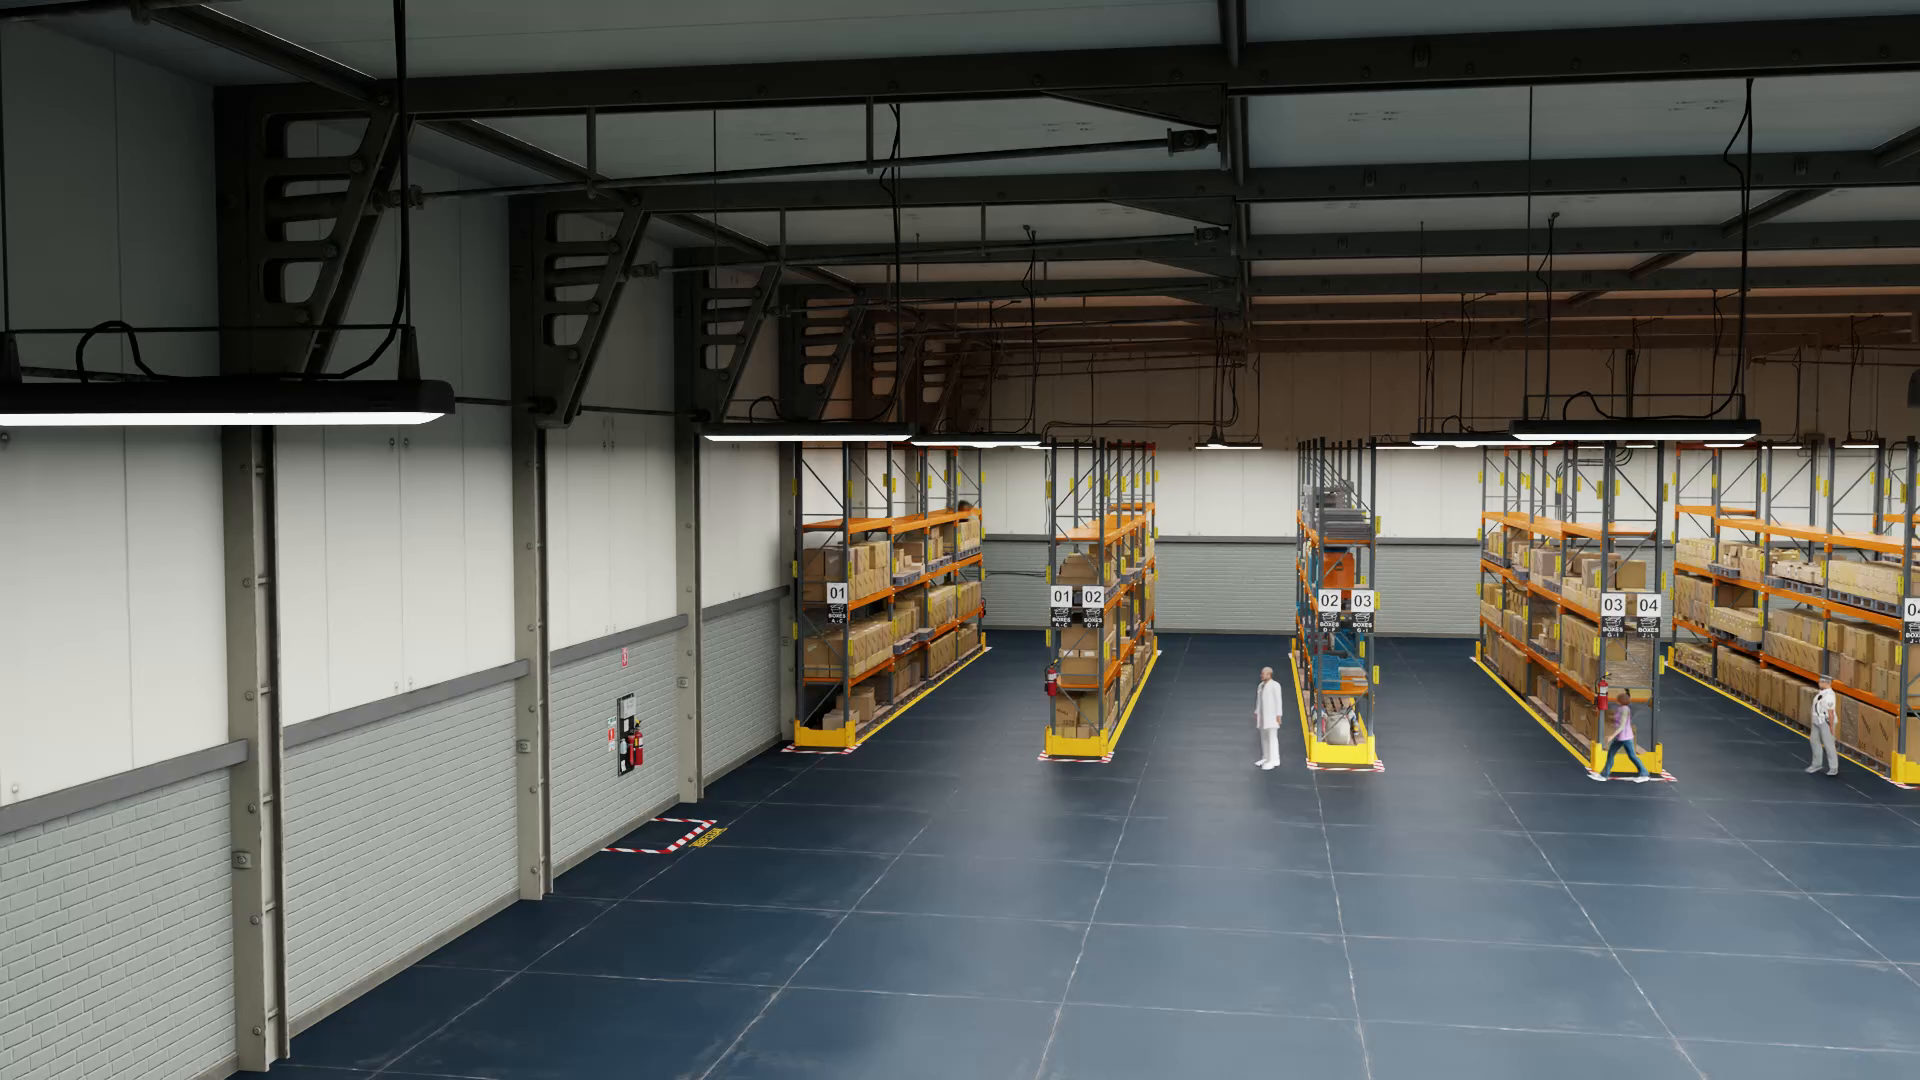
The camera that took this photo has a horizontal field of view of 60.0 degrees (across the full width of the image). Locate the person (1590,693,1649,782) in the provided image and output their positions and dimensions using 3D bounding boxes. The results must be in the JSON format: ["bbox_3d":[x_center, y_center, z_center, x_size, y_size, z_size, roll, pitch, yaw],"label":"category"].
[{"bbox_3d":[11.403,3.405,28.668,0.937,1.539,0.403,0,3,1],"label":"person"}]

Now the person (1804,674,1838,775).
[{"bbox_3d":[15.362,3.282,29.618,0.451,1.798,0.710,0,3,3],"label":"person"}]

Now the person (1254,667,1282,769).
[{"bbox_3d":[5.552,3.226,30.326,0.460,1.798,0.644,-2,3,-27],"label":"person"}]
